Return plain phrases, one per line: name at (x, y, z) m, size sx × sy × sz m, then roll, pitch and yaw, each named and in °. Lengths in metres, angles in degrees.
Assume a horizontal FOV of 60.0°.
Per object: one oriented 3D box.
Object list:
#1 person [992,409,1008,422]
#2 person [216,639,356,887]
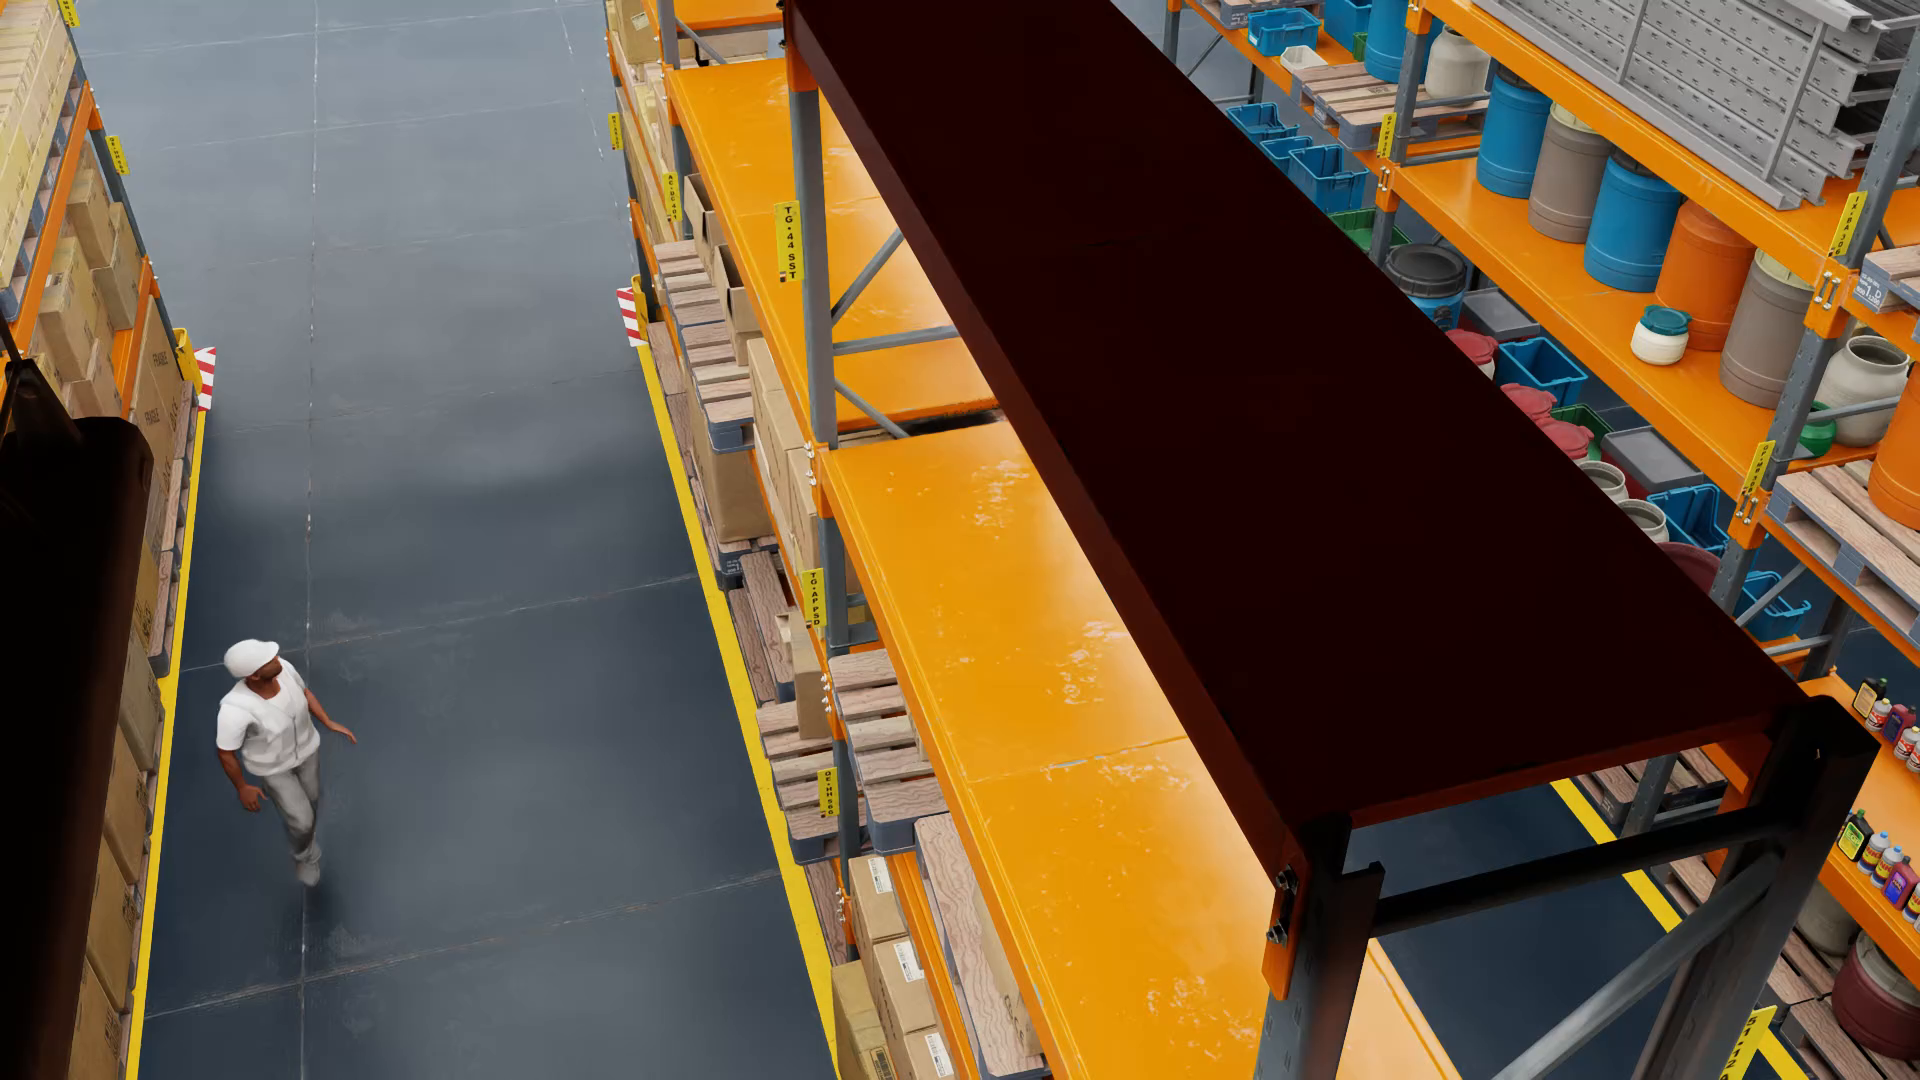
person at (0.324, -0.424, 12.053) m, size 0.546 × 1.713 × 0.472 m, roll 23°, pitch 44°, yaw 26°
person at (-3.870, 1.255, 9.534) m, size 0.517 × 1.815 × 0.694 m, roll 26°, pitch 45°, yaw 29°
